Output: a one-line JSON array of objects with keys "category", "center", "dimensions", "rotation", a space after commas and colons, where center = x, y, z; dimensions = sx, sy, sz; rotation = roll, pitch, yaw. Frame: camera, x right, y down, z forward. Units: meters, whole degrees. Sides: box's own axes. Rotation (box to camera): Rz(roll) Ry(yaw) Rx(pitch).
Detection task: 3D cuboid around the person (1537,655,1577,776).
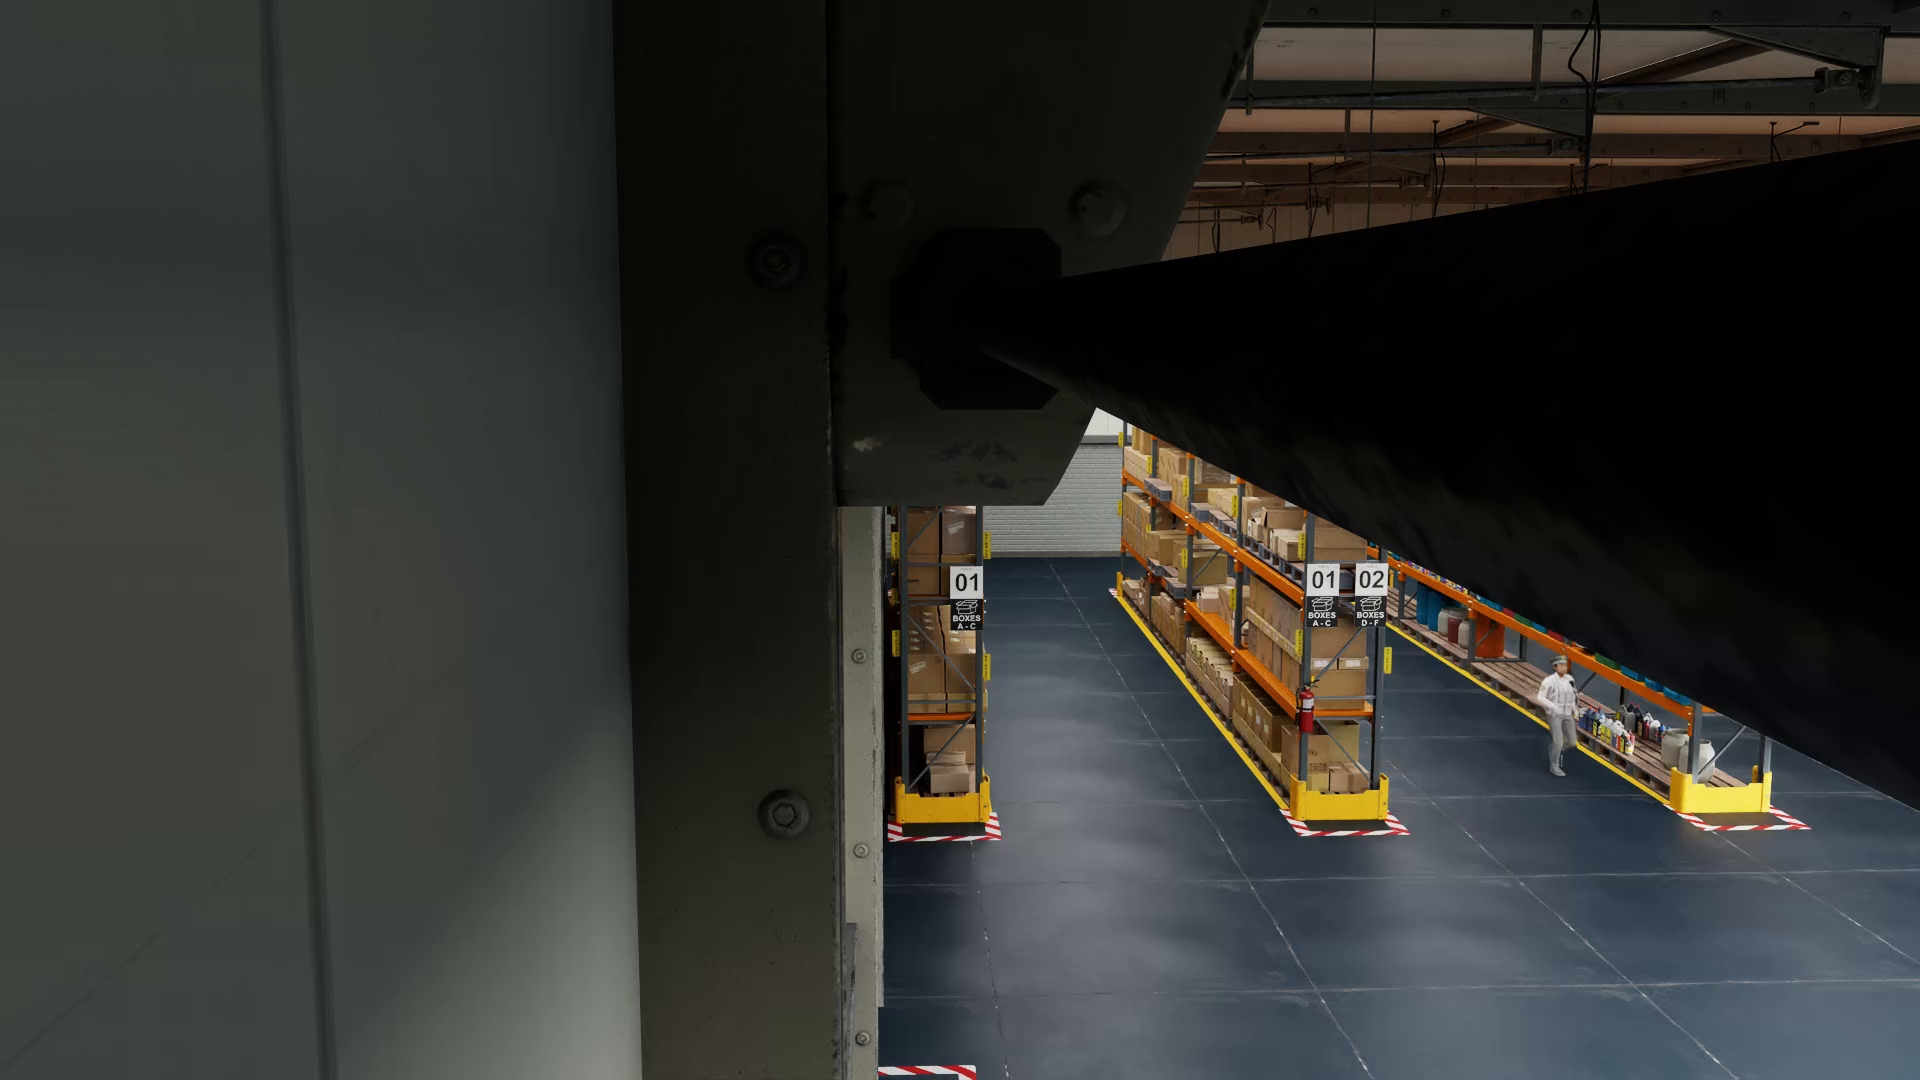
[{"category": "person", "center": [8.119, 2.362, 22.507], "dimensions": [0.611, 1.649, 0.569], "rotation": [-1, 8, -10]}]
